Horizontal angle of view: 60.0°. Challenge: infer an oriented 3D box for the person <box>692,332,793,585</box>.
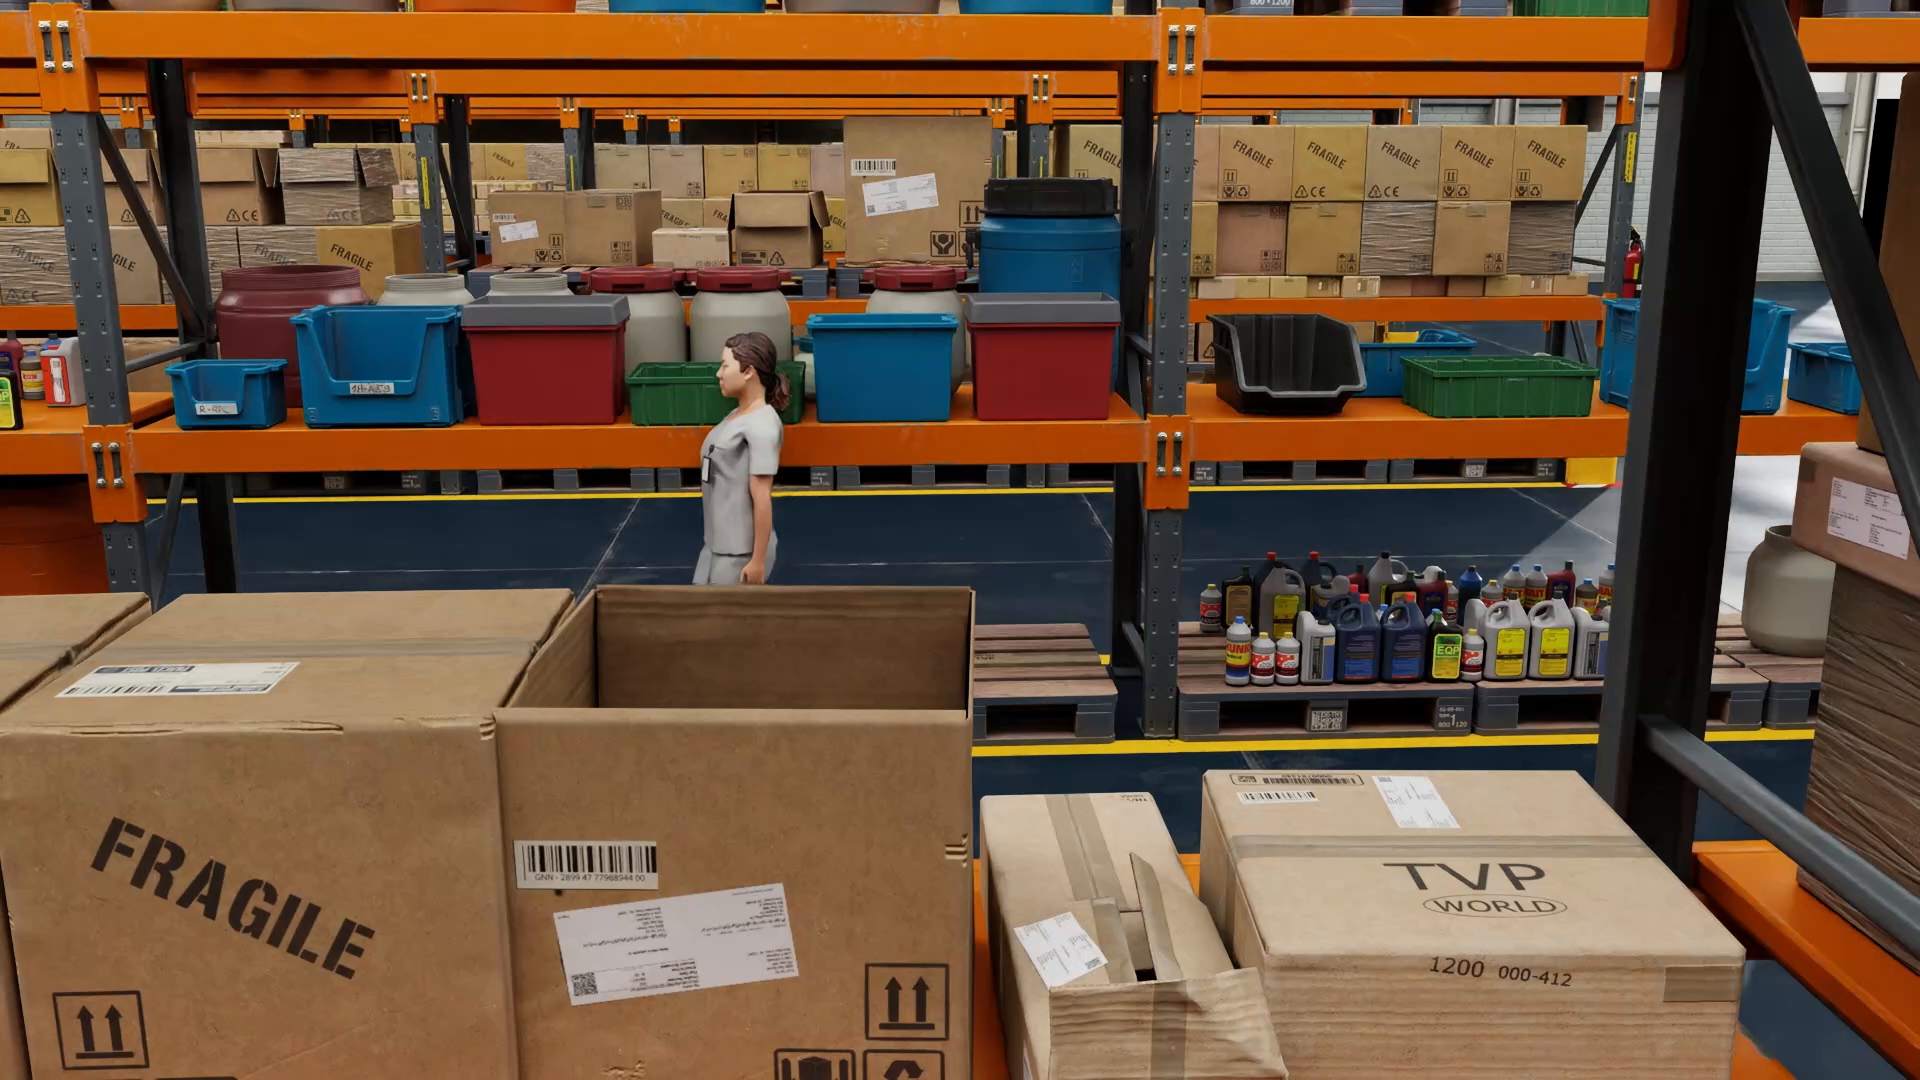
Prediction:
[{"bbox_3d":[-0.872,0.049,6.294,0.667,1.656,0.455,-5,14,-19],"label":"person"}]
